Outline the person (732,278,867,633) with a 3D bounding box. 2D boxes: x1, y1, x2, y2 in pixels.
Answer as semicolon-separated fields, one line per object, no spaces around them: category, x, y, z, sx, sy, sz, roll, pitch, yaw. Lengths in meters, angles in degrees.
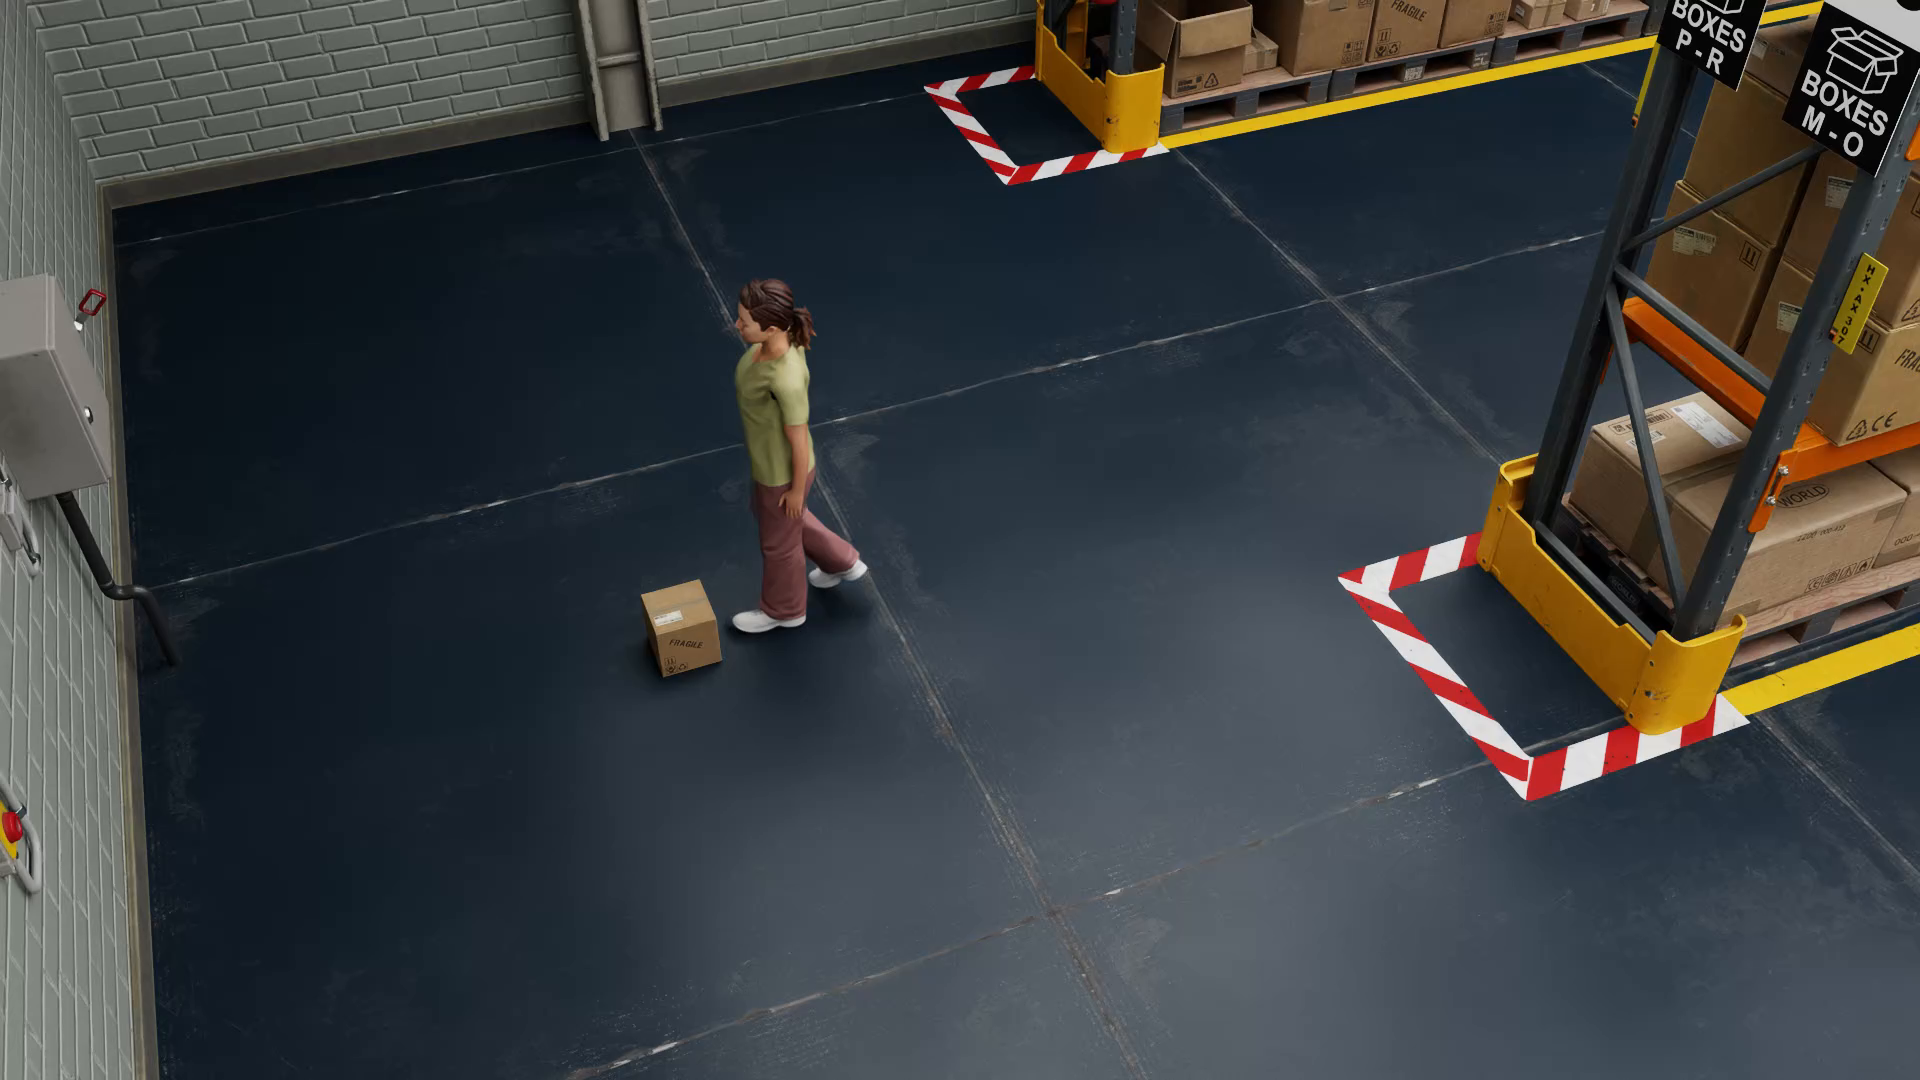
person;-0.669;-0.305;6.482;0.584;1.672;0.455;-6;42;-7
